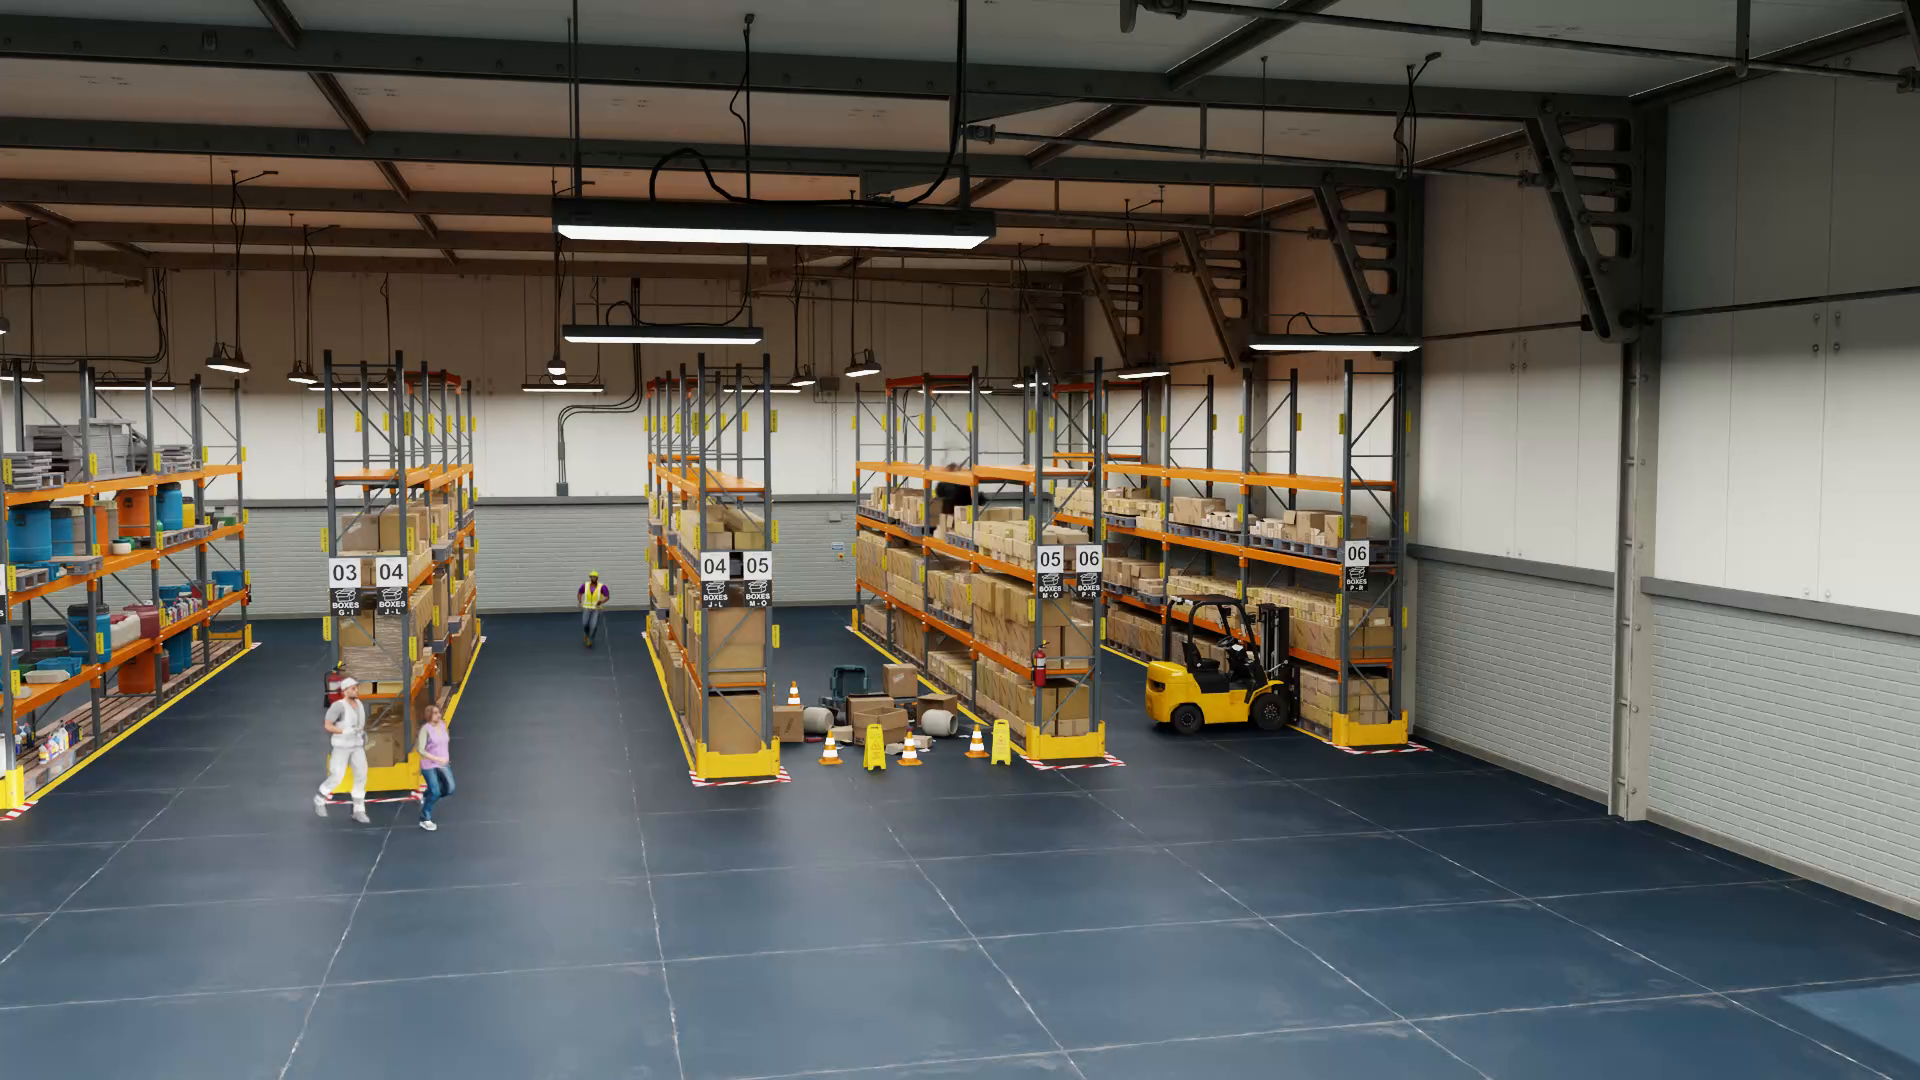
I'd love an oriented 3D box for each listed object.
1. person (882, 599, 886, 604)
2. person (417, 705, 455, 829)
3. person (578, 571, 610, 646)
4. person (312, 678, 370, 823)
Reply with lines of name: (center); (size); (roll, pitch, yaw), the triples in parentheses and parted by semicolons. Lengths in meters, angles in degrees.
person: (-1.605, 1.255, 41.811); (0.780, 1.763, 0.784); (1, 4, 20)
person: (-6.474, 2.804, 20.570); (0.601, 1.560, 0.568); (2, 5, 30)
person: (-8.260, 1.546, 37.461); (0.738, 1.707, 0.530); (0, 4, -2)
person: (-7.729, 2.631, 20.998); (0.936, 1.785, 0.689); (2, 5, 28)
